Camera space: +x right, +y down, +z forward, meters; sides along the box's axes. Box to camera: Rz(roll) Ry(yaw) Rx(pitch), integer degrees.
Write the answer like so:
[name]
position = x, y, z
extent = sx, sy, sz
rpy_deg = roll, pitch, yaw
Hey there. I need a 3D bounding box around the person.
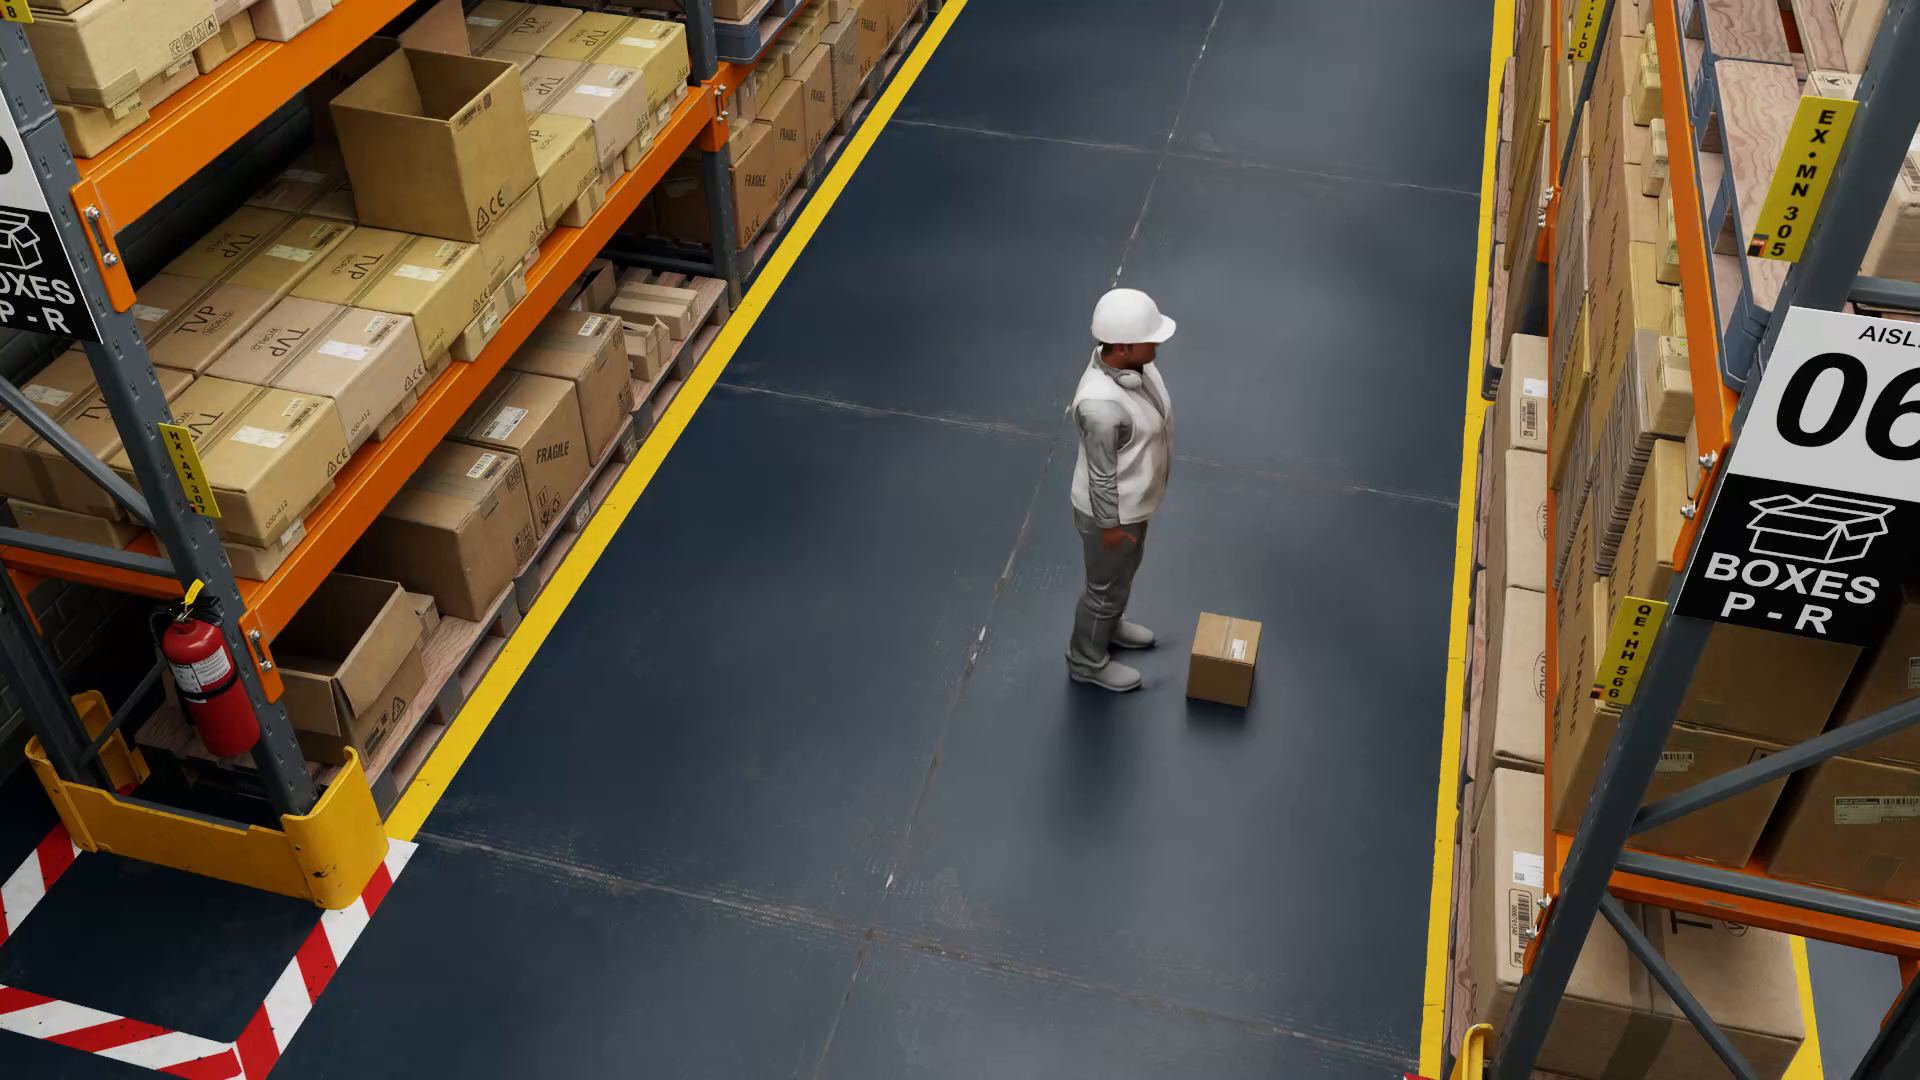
[person]
position = 0.612, -0.186, 6.355
extent = 0.358, 1.772, 0.530
rpy_deg = 11, 42, 12
